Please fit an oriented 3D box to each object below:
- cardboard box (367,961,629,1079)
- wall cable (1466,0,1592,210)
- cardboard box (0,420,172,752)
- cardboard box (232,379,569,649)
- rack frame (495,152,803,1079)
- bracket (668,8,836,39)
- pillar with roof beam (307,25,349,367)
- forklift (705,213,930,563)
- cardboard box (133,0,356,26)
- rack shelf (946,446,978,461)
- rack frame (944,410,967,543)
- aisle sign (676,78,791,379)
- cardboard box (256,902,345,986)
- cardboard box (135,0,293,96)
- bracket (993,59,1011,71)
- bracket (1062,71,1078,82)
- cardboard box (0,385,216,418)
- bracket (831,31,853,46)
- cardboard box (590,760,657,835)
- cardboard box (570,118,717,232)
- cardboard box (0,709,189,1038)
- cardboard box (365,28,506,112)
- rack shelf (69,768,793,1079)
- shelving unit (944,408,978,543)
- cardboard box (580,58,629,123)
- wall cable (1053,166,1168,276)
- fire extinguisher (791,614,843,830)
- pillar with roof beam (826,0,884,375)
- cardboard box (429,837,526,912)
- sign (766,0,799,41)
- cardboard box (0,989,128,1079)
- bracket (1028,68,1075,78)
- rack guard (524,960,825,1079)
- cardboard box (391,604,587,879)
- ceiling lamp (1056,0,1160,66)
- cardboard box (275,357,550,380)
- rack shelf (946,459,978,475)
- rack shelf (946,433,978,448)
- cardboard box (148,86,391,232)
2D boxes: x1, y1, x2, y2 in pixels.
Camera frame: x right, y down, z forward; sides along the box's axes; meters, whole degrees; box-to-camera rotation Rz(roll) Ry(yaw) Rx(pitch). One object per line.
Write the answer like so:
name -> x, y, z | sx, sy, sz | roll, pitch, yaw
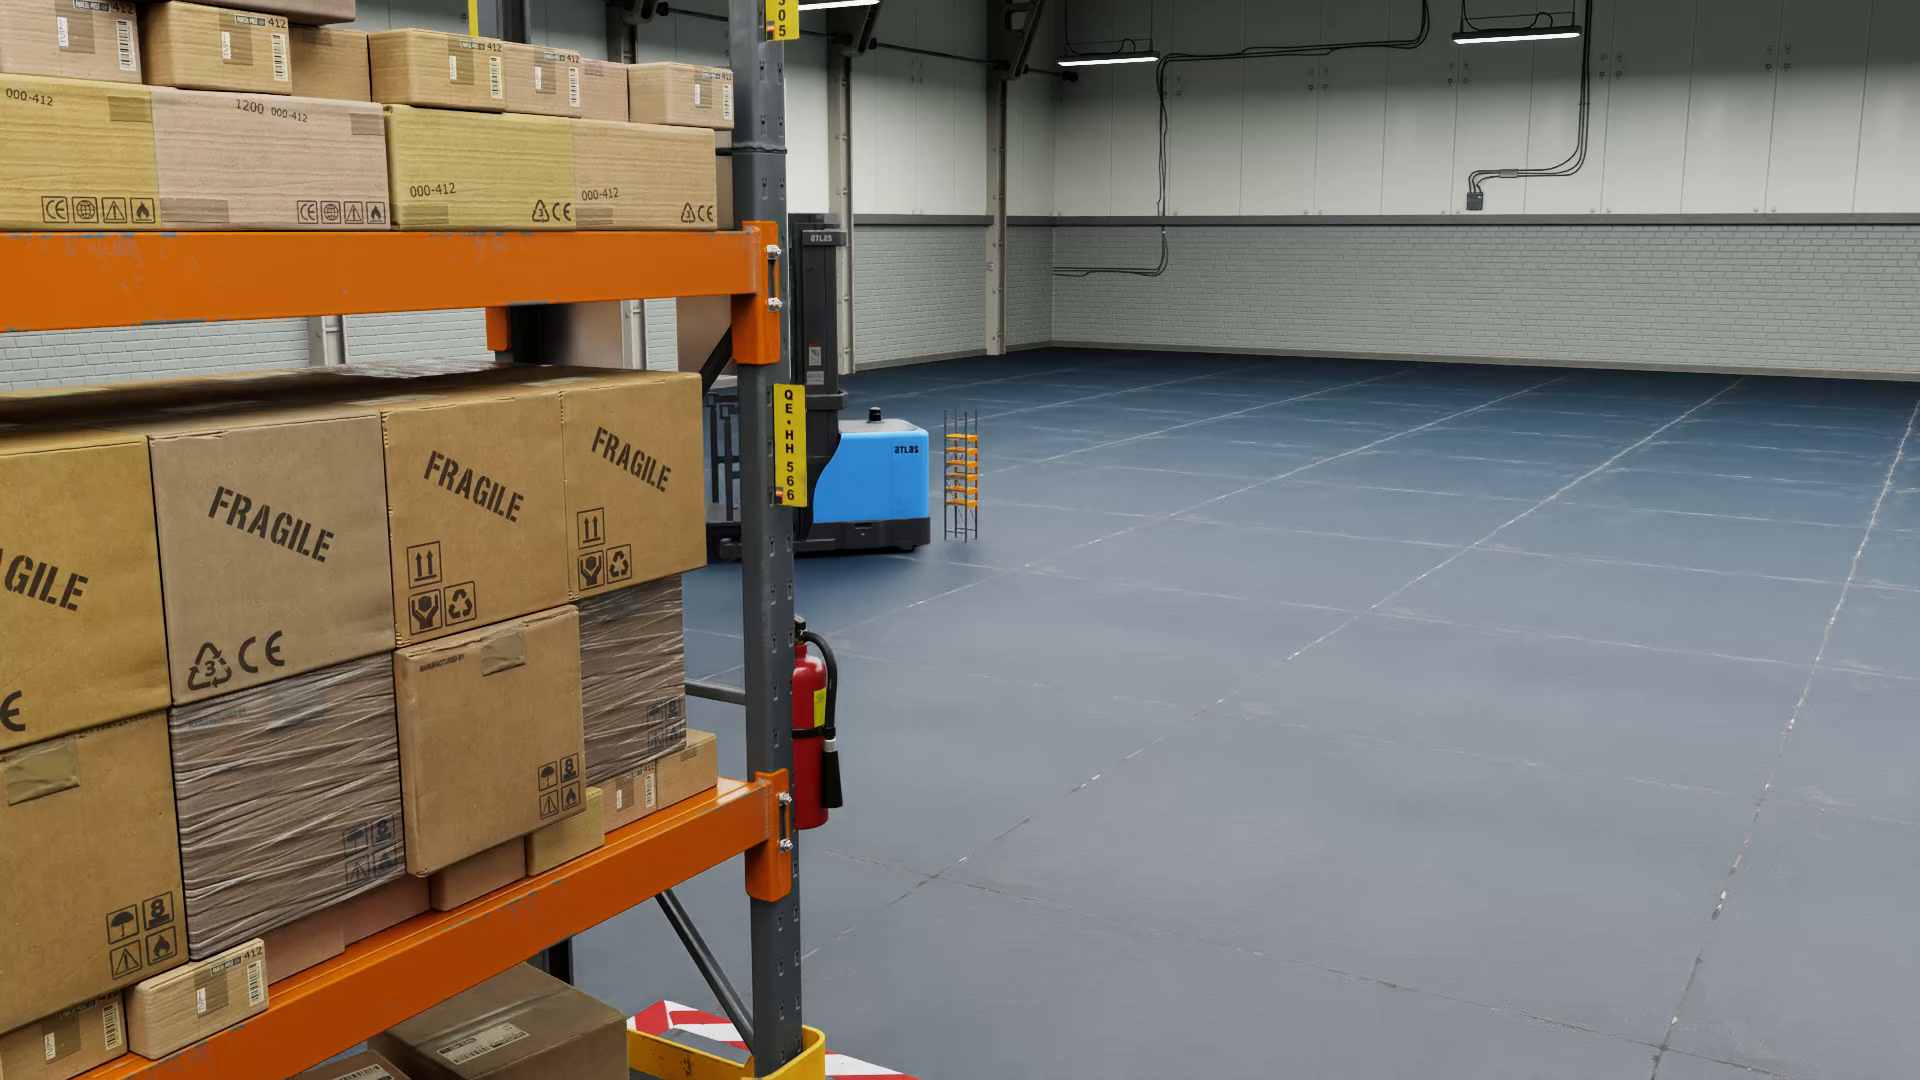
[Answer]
cardboard box -> -1.255, 1.535, 4.551 | 0.500, 0.500, 0.500 | 9, 14, 41
wall cable -> 11.578, -9.747, 33.617 | 2.305, 6.003, 0.169 | 6, 12, 31
cardboard box -> -1.774, 0.075, 2.902 | 0.500, 0.500, 0.500 | 6, 12, 31
cardboard box -> -1.246, -0.081, 3.736 | 0.500, 0.500, 0.500 | 6, 12, 31
rack frame -> -0.917, 0.416, 4.876 | 1.000, 3.000, 0.127 | 6, 12, 31
bracket -> -3.552, -8.969, 28.922 | 0.076, 0.066, 4.783 | 6, 12, 31
pillar with roof beam -> -4.853, -5.406, 19.670 | 9.100, 9.000, 0.400 | 6, 12, 31
forklift -> -1.837, -1.353, 14.514 | 3.031, 2.935, 1.130 | -3, 11, -15
cardboard box -> -1.505, -1.231, 3.086 | 0.500, 0.500, 0.500 | 6, 12, 31
rack shelf -> 0.008, -0.784, 15.116 | 0.258, 0.103, 0.180 | 6, 12, 31
rack frame -> -0.040, -0.578, 15.075 | 0.240, 1.200, 0.006 | 6, 12, 31
aisle sign -> -0.628, -0.843, 4.536 | 0.394, 0.787, 0.004 | 6, 12, 31
cardboard box -> -1.523, 0.802, 3.496 | 0.380, 0.149, 0.250 | 6, 12, 31
cardboard box -> -1.476, -0.903, 3.095 | 0.380, 0.149, 0.250 | 6, 12, 28
bracket -> 0.901, -10.318, 36.127 | 0.235, 0.232, 0.430 | 6, 12, 31
bracket -> 2.562, -10.821, 38.815 | 0.235, 0.232, 0.430 | 6, 12, 31
cardboard box -> -1.959, -0.054, 3.587 | 0.500, 0.500, 0.500 | 6, 12, 31
bracket -> -2.215, -9.374, 31.087 | 0.235, 0.232, 0.430 | 6, 12, 31
cardboard box -> -1.019, 0.643, 4.344 | 0.380, 0.149, 0.250 | 6, 12, 31
cardboard box -> -0.950, -0.884, 4.079 | 0.500, 0.250, 0.500 | 7, 13, 32
cardboard box -> -1.949, 0.547, 3.098 | 0.875, 0.500, 0.500 | 6, 12, 31
cardboard box -> -1.188, -0.982, 3.517 | 0.380, 0.149, 0.250 | 6, 12, 31
rack shelf -> -1.955, 1.084, 3.262 | 1.077, 0.370, 4.000 | 6, 12, 31
shelving unit -> 0.008, -0.592, 15.152 | 0.258, 1.200, 0.189 | 6, 12, 31
cardboard box -> -1.030, -1.077, 4.026 | 0.380, 0.149, 0.250 | 6, 12, 29
wall cable -> 3.472, -7.459, 39.074 | 3.097, 2.526, 0.112 | 6, 12, 31
fire extinguisher -> -0.464, 0.480, 4.744 | 0.296, 0.674, 0.183 | 6, 12, 31
pillar with roof beam -> 1.377, -7.293, 29.751 | 9.100, 9.000, 0.548 | 6, 12, 31
cardboard box -> -1.248, 0.725, 3.906 | 0.380, 0.149, 0.250 | 6, 12, 31
sign -> -0.453, -1.437, 4.218 | 0.100, 0.325, 0.005 | 6, 12, 31
cardboard box -> -1.767, 0.883, 3.066 | 0.380, 0.149, 0.250 | 6, 12, 31
bracket -> 2.255, -10.728, 38.319 | 0.076, 0.066, 3.189 | 6, 12, 31
rack guard -> -0.956, 1.657, 5.042 | 1.175, 0.500, 0.348 | 6, 12, 31
cardboard box -> -1.383, 0.395, 3.910 | 0.875, 0.500, 0.500 | 6, 12, 31
ceiling lamp -> 2.866, -10.455, 30.781 | 2.000, 3.185, 0.800 | 6, 12, 31
cardboard box -> -1.435, -0.210, 4.424 | 0.500, 0.500, 0.500 | 6, 12, 31
rack shelf -> 0.008, -0.666, 15.138 | 0.258, 0.103, 0.180 | 6, 12, 31
rack shelf -> 0.008, -0.902, 15.094 | 0.258, 0.103, 0.180 | 6, 12, 31
cardboard box -> -1.480, -0.726, 3.232 | 0.500, 0.250, 0.500 | 7, 13, 32
